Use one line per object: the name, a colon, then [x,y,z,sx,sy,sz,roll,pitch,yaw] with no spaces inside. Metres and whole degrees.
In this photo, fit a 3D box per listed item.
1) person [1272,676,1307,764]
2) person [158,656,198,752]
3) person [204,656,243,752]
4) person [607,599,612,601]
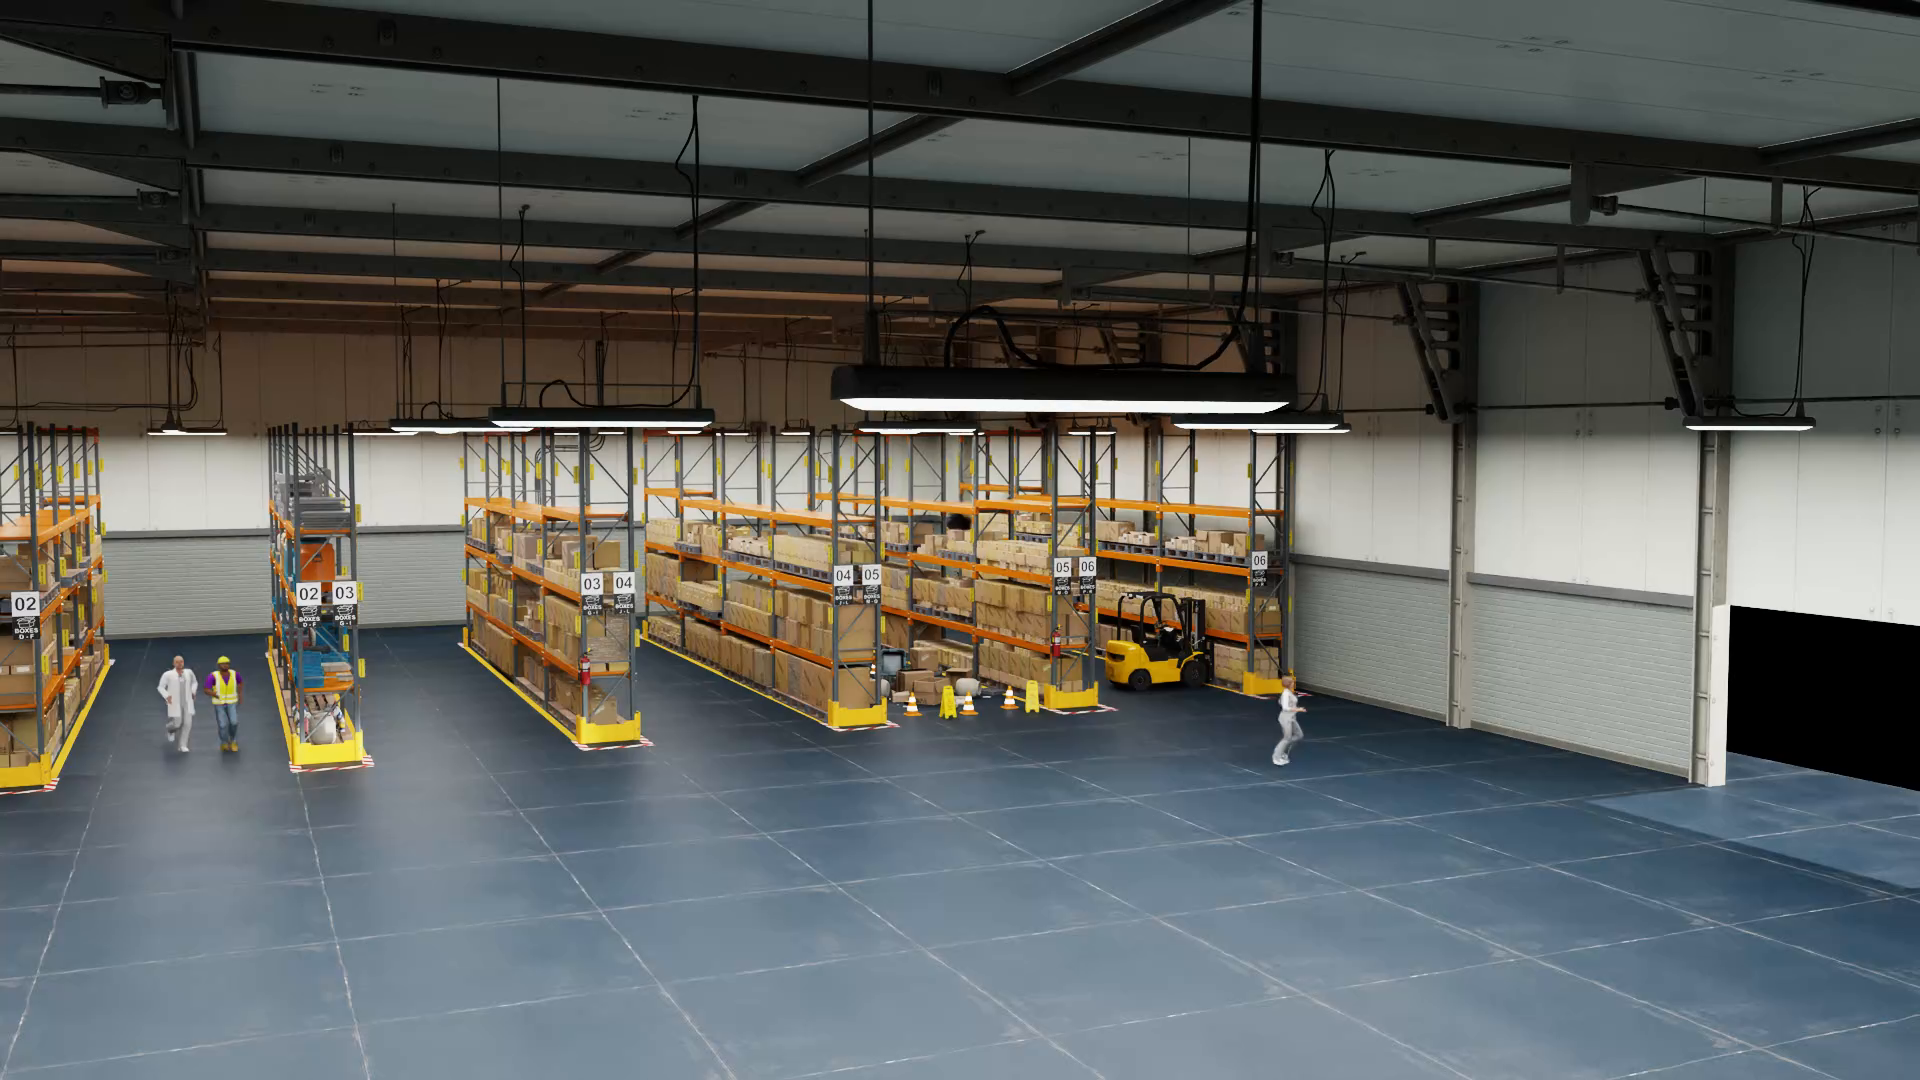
person: [5.770,3.151,29.048,0.613,1.563,0.508,1,4,22]
person: [-14.303,2.992,30.485,0.708,1.738,0.789,-3,5,-42]
person: [-13.394,3.001,30.299,0.685,1.771,0.695,-2,4,-30]
person: [-10.181,2.007,47.714,0.703,1.651,0.858,1,4,17]
